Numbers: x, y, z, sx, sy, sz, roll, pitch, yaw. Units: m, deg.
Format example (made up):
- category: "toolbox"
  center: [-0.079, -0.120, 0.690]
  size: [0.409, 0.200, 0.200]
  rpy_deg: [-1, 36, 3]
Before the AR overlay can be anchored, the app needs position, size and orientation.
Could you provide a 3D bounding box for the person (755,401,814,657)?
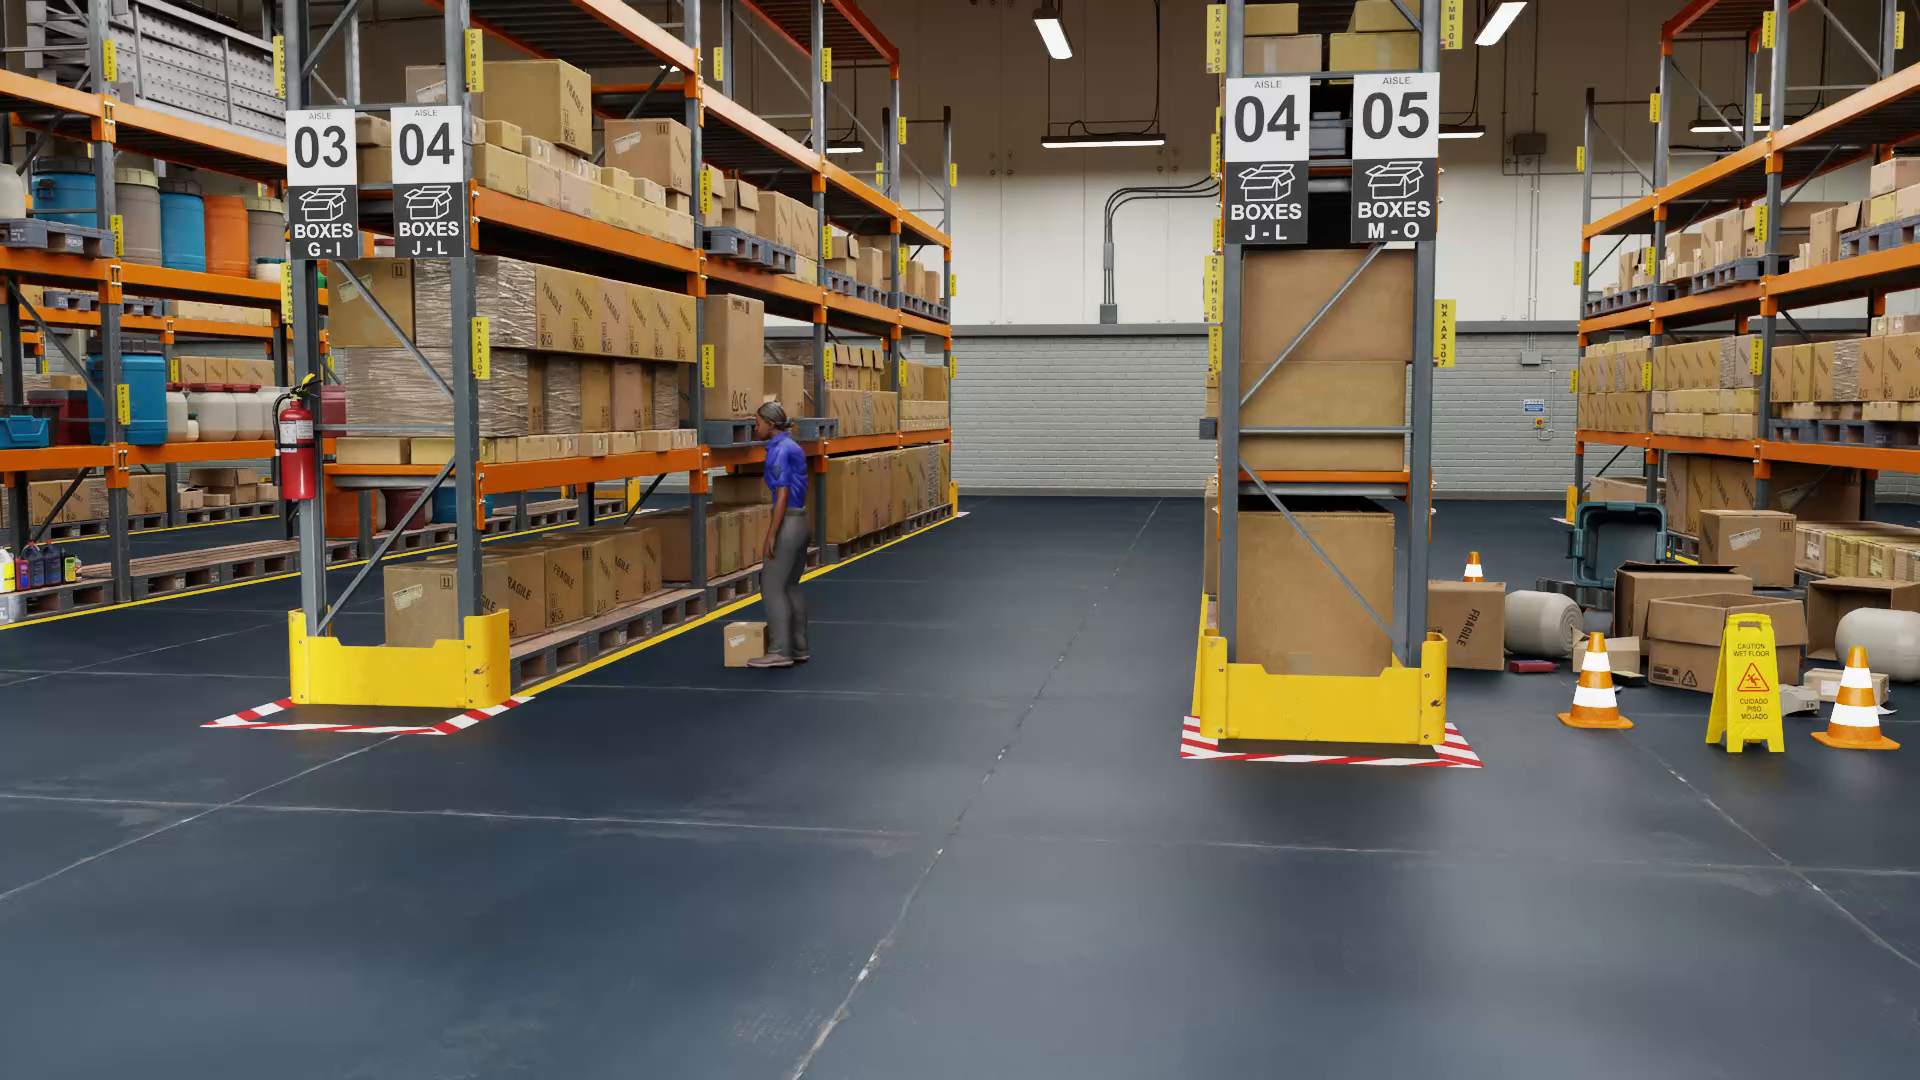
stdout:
- category: "person"
  center: [-1.105, -0.073, 10.409]
  size: [0.348, 1.586, 0.493]
  rpy_deg: [1, 5, 9]
